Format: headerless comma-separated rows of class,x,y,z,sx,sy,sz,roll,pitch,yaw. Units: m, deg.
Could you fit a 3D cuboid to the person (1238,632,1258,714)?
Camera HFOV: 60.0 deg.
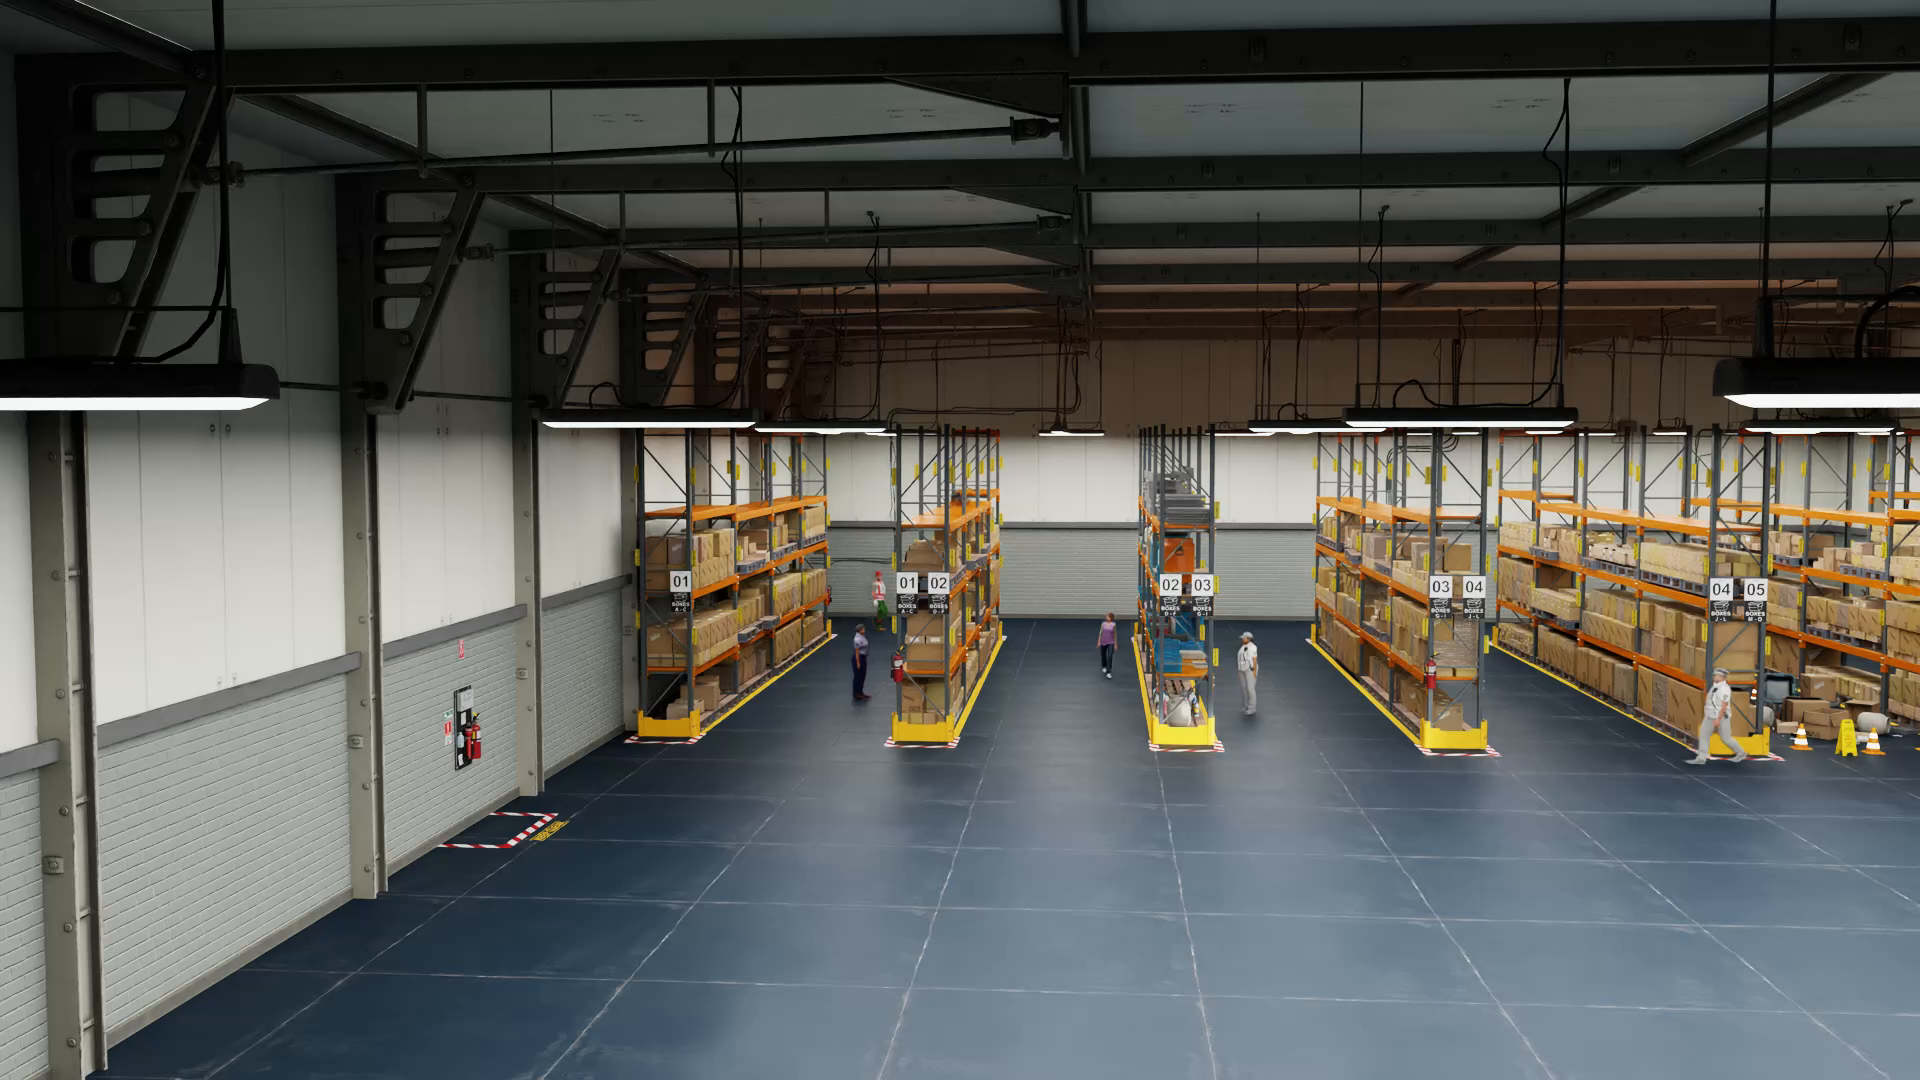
person,6.031,2.772,34.851,0.454,1.677,0.620,-1,4,-20

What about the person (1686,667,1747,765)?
person,13.279,3.081,29.080,0.999,1.737,0.513,-1,4,-18

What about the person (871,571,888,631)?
person,-2.419,1.810,49.411,0.523,1.774,0.553,1,4,11

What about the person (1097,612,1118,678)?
person,3.551,2.505,40.026,0.485,1.548,0.823,0,3,6

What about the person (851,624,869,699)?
person,-2.207,2.672,36.667,0.359,1.643,0.495,1,4,11
